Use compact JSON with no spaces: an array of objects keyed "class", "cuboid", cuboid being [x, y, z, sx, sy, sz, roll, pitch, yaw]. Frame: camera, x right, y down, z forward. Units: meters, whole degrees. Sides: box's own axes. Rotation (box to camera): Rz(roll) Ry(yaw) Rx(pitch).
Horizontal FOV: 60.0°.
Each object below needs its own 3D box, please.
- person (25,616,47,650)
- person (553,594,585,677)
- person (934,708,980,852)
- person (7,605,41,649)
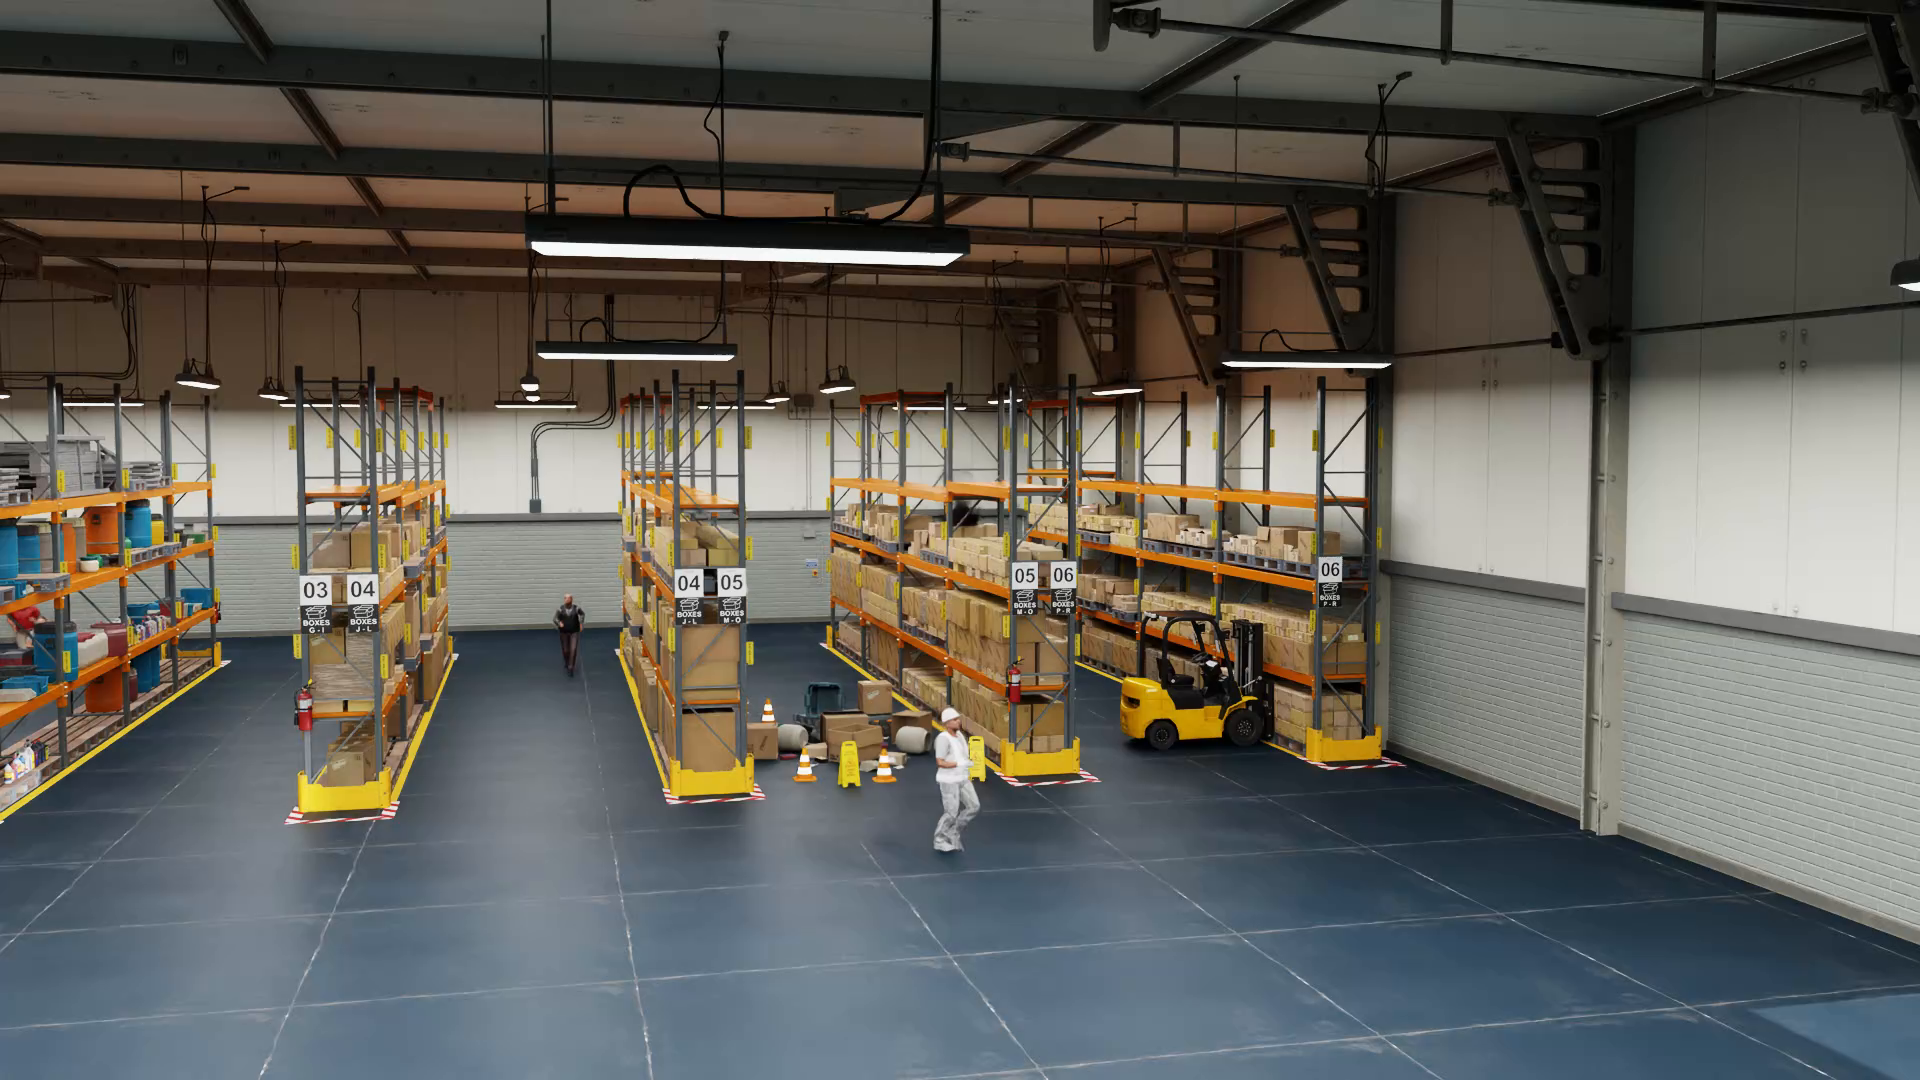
[{"class":"person","cuboid":[-17.453,2.265,31.619,0.541,1.646,0.959,-1,4,-18]},{"class":"person","cuboid":[-8.383,2.016,35.666,0.672,1.729,0.952,-1,3,-10]},{"class":"person","cuboid":[-0.025,2.919,20.096,0.641,1.776,0.660,2,4,31]},{"class":"person","cuboid":[-19.876,2.058,35.362,0.657,1.801,0.764,-2,4,-31]}]
